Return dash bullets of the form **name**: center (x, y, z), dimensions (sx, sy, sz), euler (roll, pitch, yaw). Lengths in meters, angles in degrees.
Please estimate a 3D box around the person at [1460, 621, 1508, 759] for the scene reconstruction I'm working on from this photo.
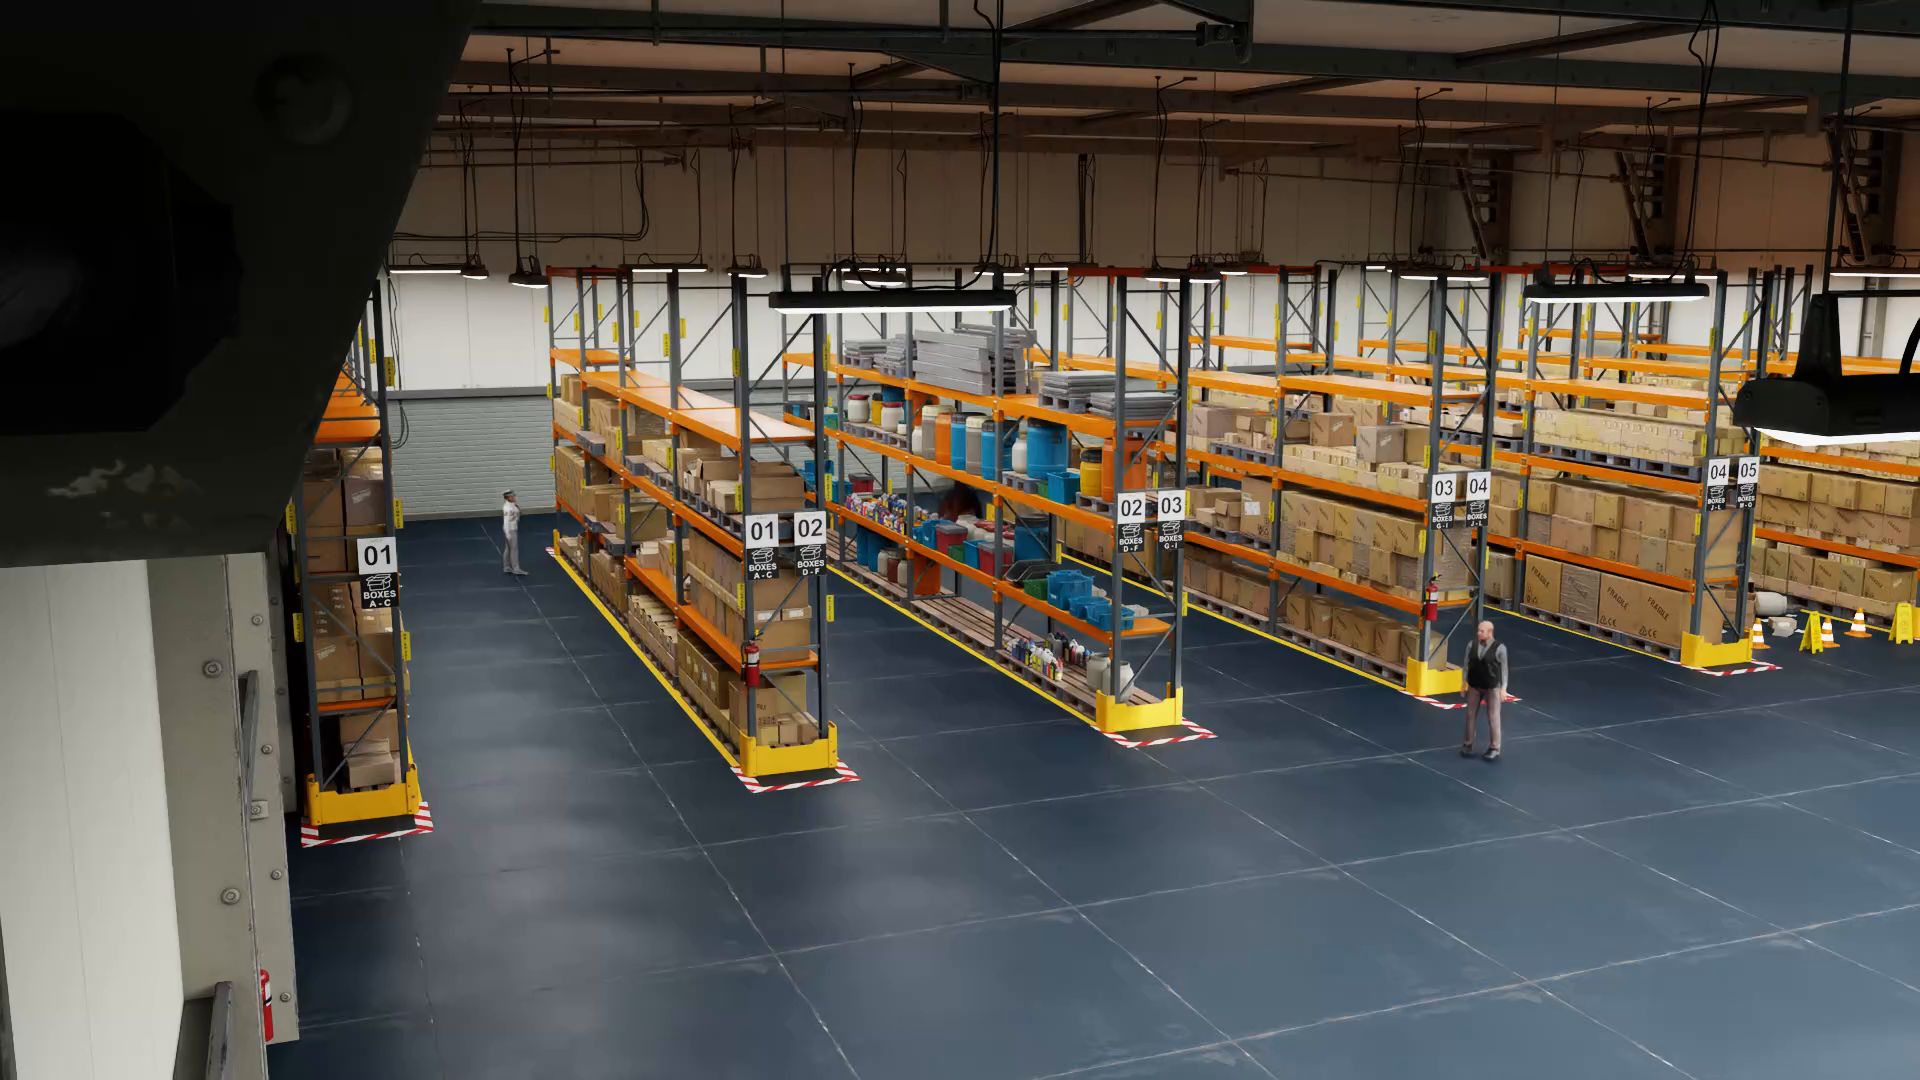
- **person**: center (6.574, 1.867, 20.931), dimensions (0.569, 1.726, 0.431), euler (7, 12, 36)

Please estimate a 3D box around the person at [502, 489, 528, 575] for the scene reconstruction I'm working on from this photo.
- **person**: center (-8.788, -0.168, 32.778), dimensions (0.491, 1.700, 0.489), euler (-2, 10, -11)
